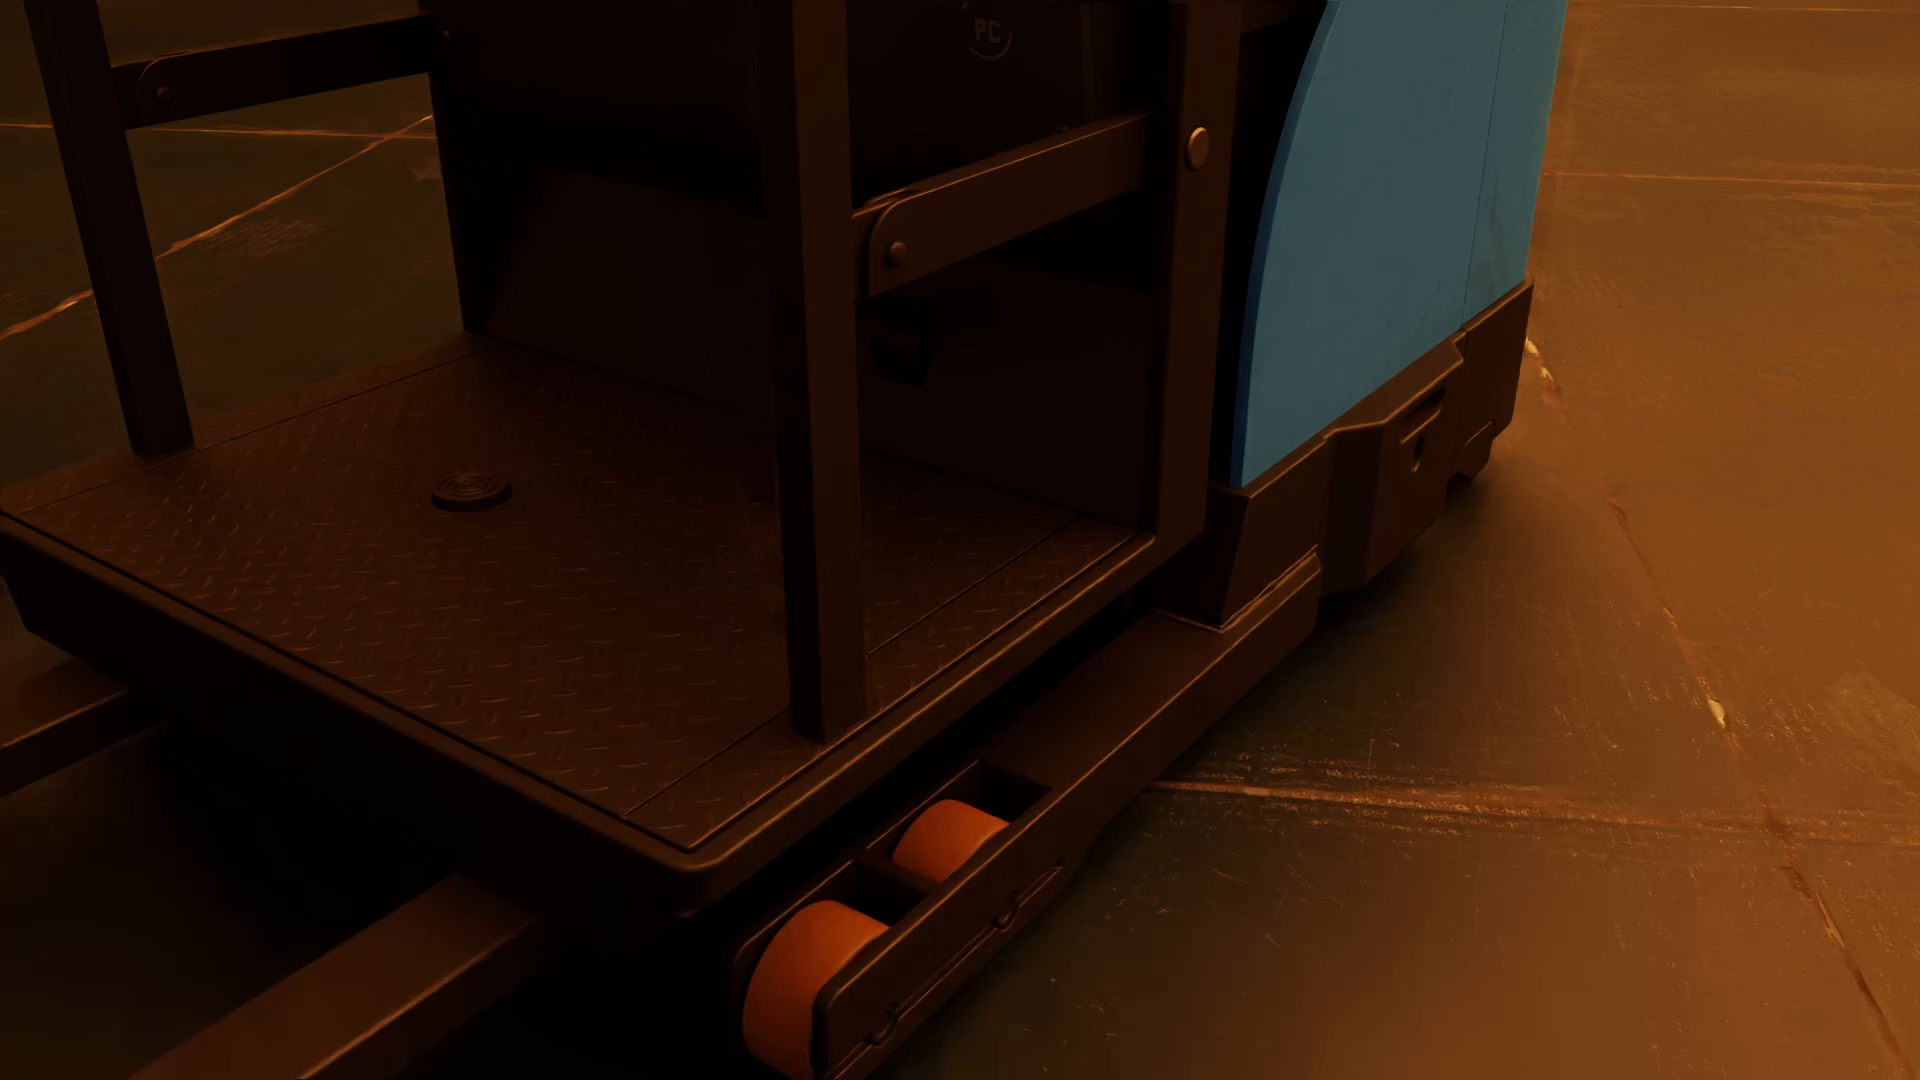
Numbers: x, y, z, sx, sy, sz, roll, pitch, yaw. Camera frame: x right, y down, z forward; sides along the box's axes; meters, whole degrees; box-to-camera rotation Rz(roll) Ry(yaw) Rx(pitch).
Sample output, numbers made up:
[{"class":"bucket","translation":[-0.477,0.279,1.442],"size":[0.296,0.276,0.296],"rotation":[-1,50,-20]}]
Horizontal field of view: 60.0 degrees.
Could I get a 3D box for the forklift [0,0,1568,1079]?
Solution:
[{"class":"forklift","translation":[-0.355,-1.060,1.342],"size":[1.130,2.935,3.031],"rotation":[18,32,32]}]
